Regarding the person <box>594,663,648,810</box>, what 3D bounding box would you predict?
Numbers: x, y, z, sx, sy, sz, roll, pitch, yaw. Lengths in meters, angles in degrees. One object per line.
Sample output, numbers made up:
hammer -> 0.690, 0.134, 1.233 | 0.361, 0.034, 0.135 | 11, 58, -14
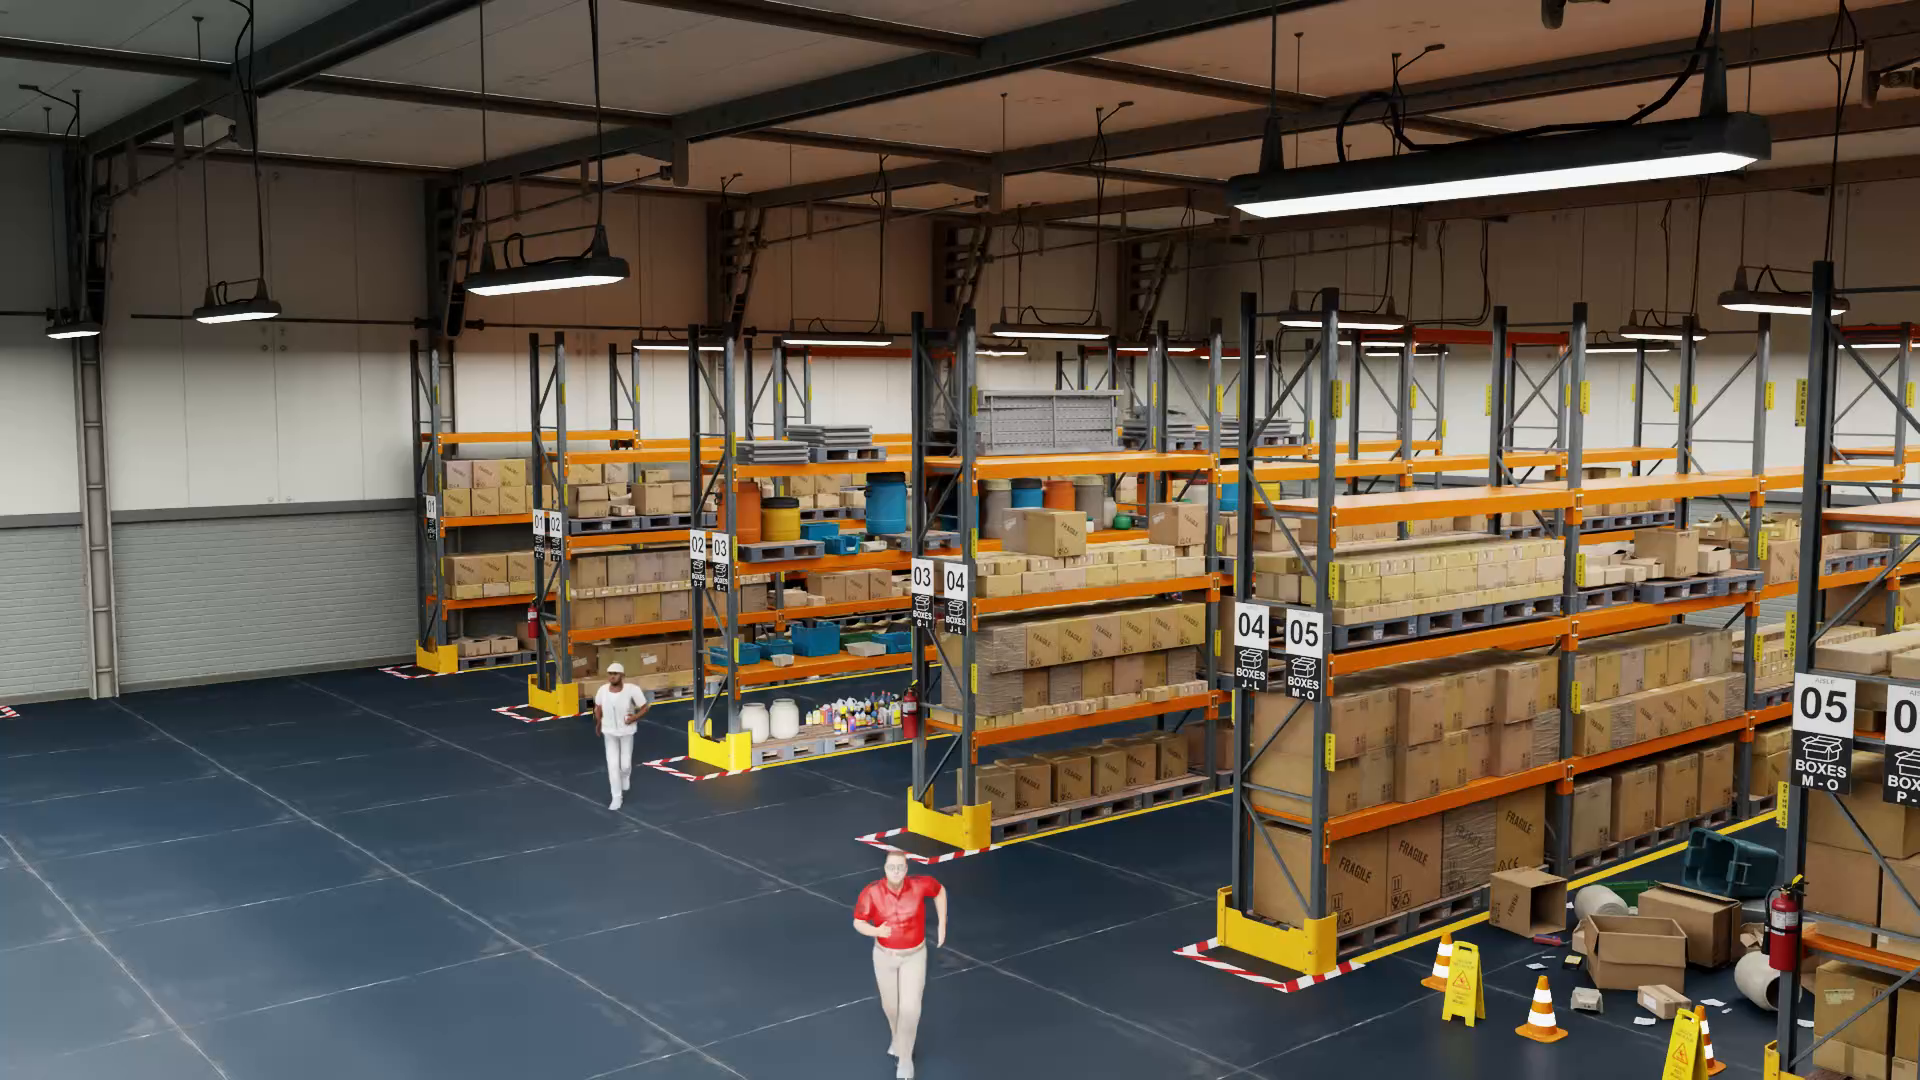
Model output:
person -> -4.208, 2.391, 20.610 | 0.689, 1.768, 0.852 | 0, 5, -2

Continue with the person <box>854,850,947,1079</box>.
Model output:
person -> -0.447, 3.168, 12.495 | 0.688, 1.762, 0.859 | 0, 5, 0
